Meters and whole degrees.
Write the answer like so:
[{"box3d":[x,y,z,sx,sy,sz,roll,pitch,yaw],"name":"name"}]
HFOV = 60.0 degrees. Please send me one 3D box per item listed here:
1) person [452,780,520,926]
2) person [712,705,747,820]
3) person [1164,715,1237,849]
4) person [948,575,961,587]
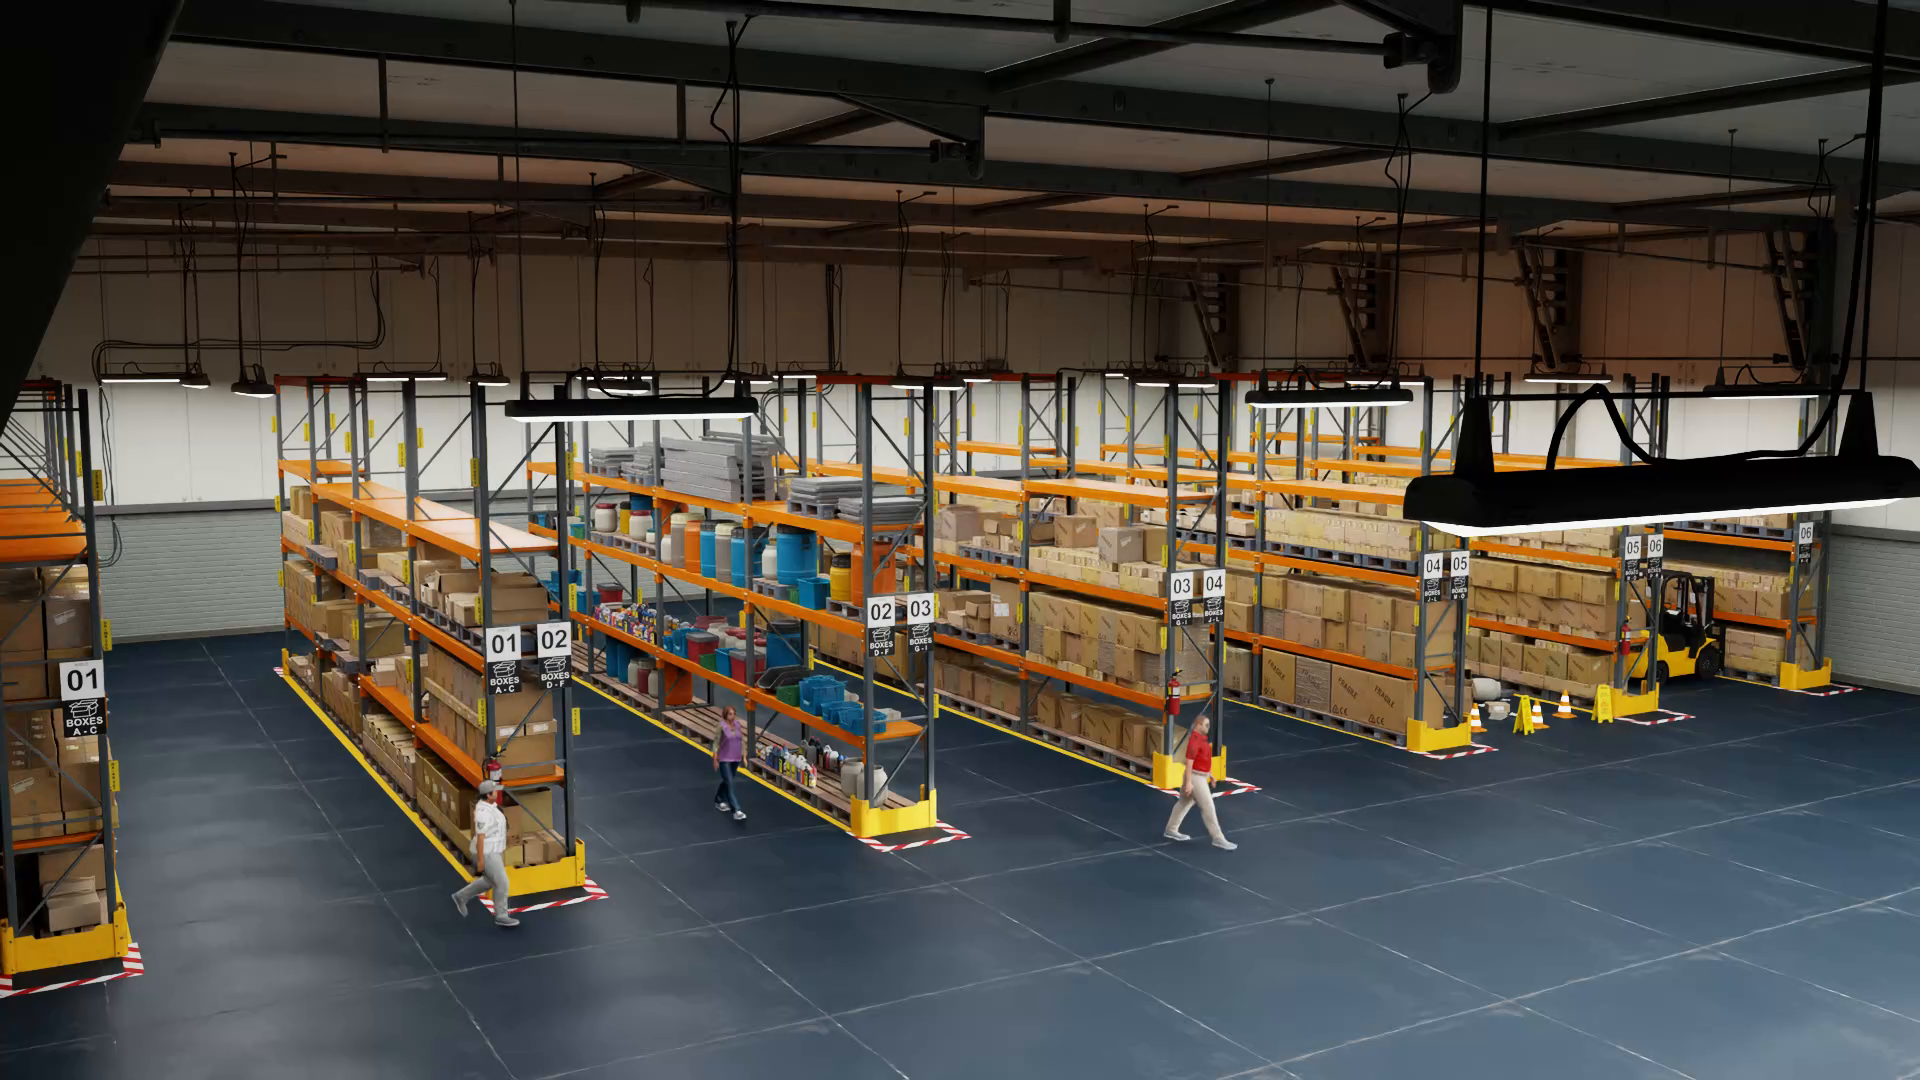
[{"box3d":[-5.323,3.475,18.581,0.830,1.621,0.512,0,6,2],"name":"person"},{"box3d":[-3.136,3.038,22.898,0.967,1.546,0.435,6,9,44],"name":"person"},{"box3d":[3.136,3.108,21.610,0.938,1.682,0.568,1,6,8],"name":"person"},{"box3d":[-0.081,0.685,44.017,0.460,1.634,0.675,3,7,27],"name":"person"}]
